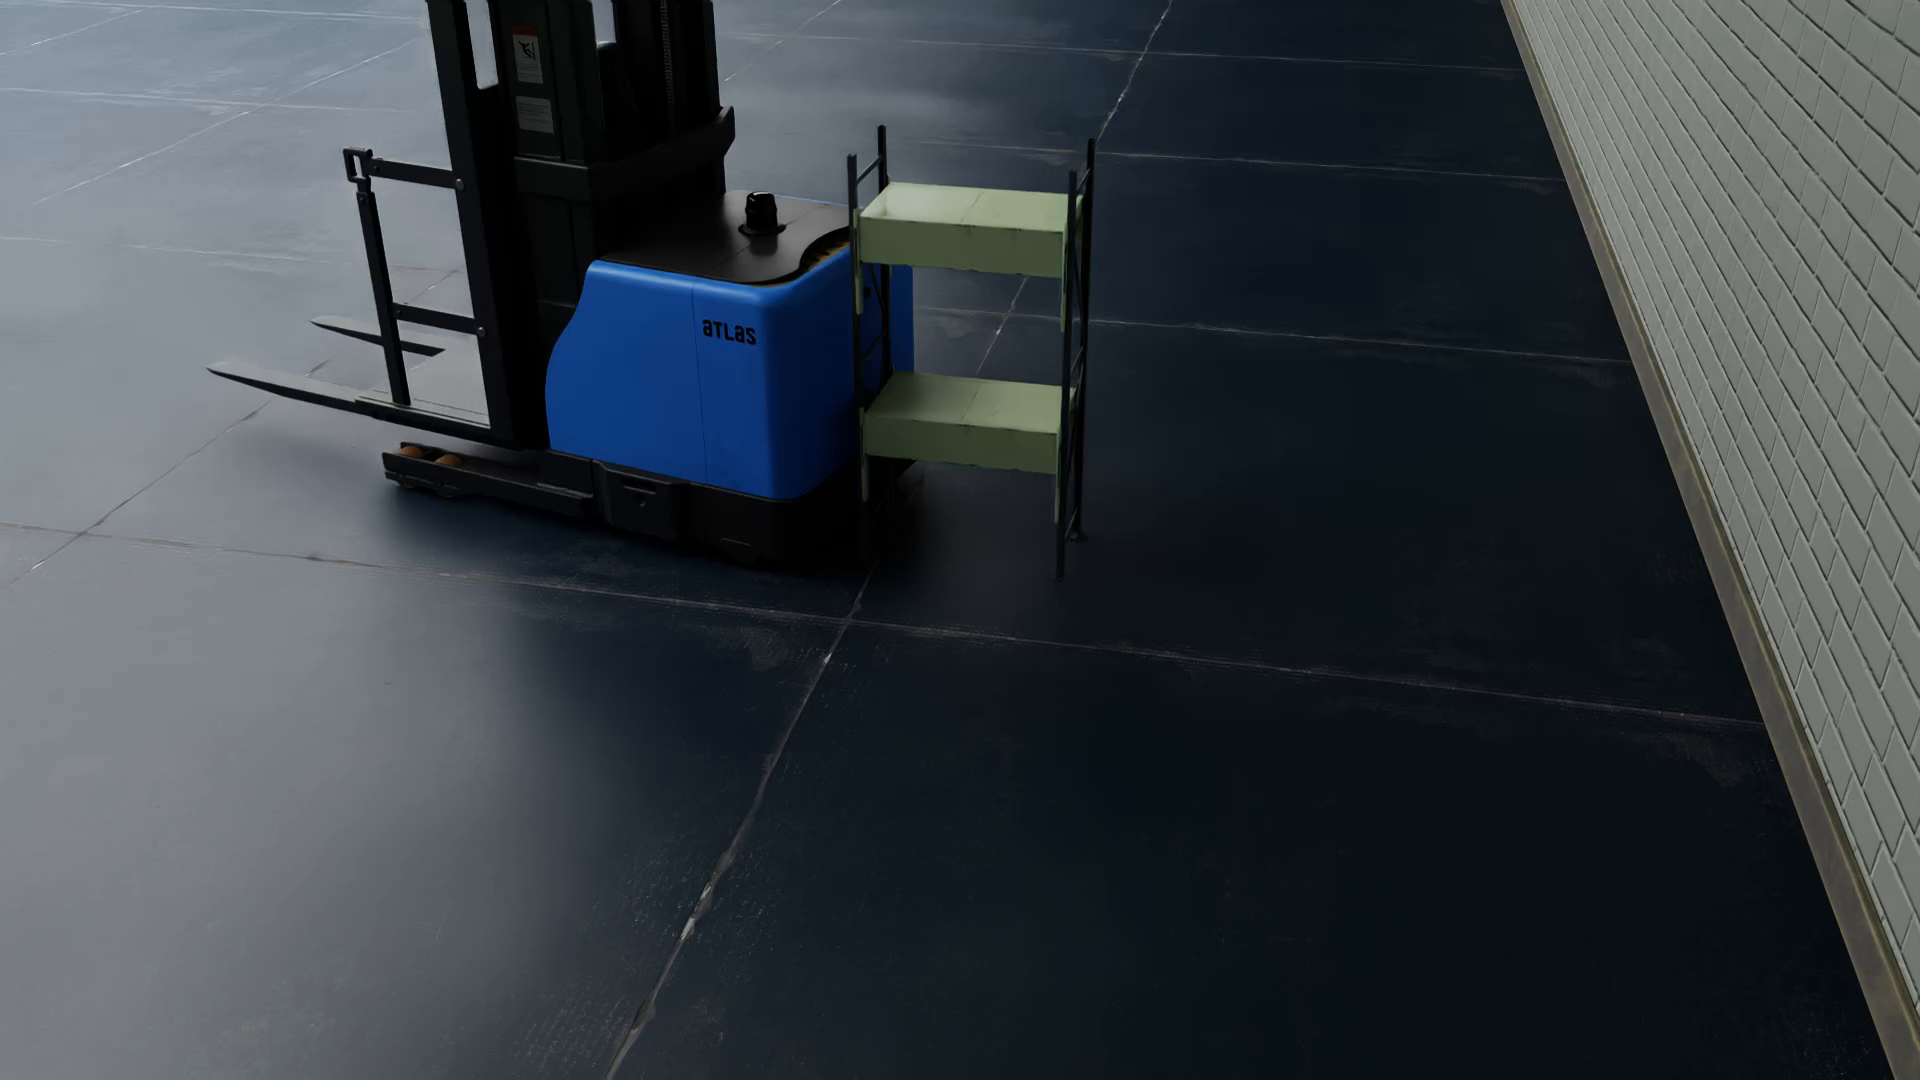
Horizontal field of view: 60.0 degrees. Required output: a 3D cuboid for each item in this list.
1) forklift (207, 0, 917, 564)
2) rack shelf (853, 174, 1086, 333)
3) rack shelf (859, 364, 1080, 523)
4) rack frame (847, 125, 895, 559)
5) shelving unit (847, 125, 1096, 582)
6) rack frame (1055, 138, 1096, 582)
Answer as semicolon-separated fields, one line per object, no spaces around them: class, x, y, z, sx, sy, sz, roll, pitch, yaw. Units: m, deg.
forklift;-1.724;-1.666;6.241;3.031;2.935;1.130;13;31;22
rack shelf;0.045;-0.986;5.676;0.720;0.370;0.431;6;29;12
rack shelf;0.045;-0.358;6.020;0.720;0.370;0.431;6;29;12
rack frame;-0.312;-0.684;5.938;0.023;1.500;0.400;6;29;12
shelving unit;0.045;-0.643;5.864;0.755;1.500;0.431;6;29;12
rack frame;0.401;-0.603;5.789;0.023;1.500;0.400;6;29;12
